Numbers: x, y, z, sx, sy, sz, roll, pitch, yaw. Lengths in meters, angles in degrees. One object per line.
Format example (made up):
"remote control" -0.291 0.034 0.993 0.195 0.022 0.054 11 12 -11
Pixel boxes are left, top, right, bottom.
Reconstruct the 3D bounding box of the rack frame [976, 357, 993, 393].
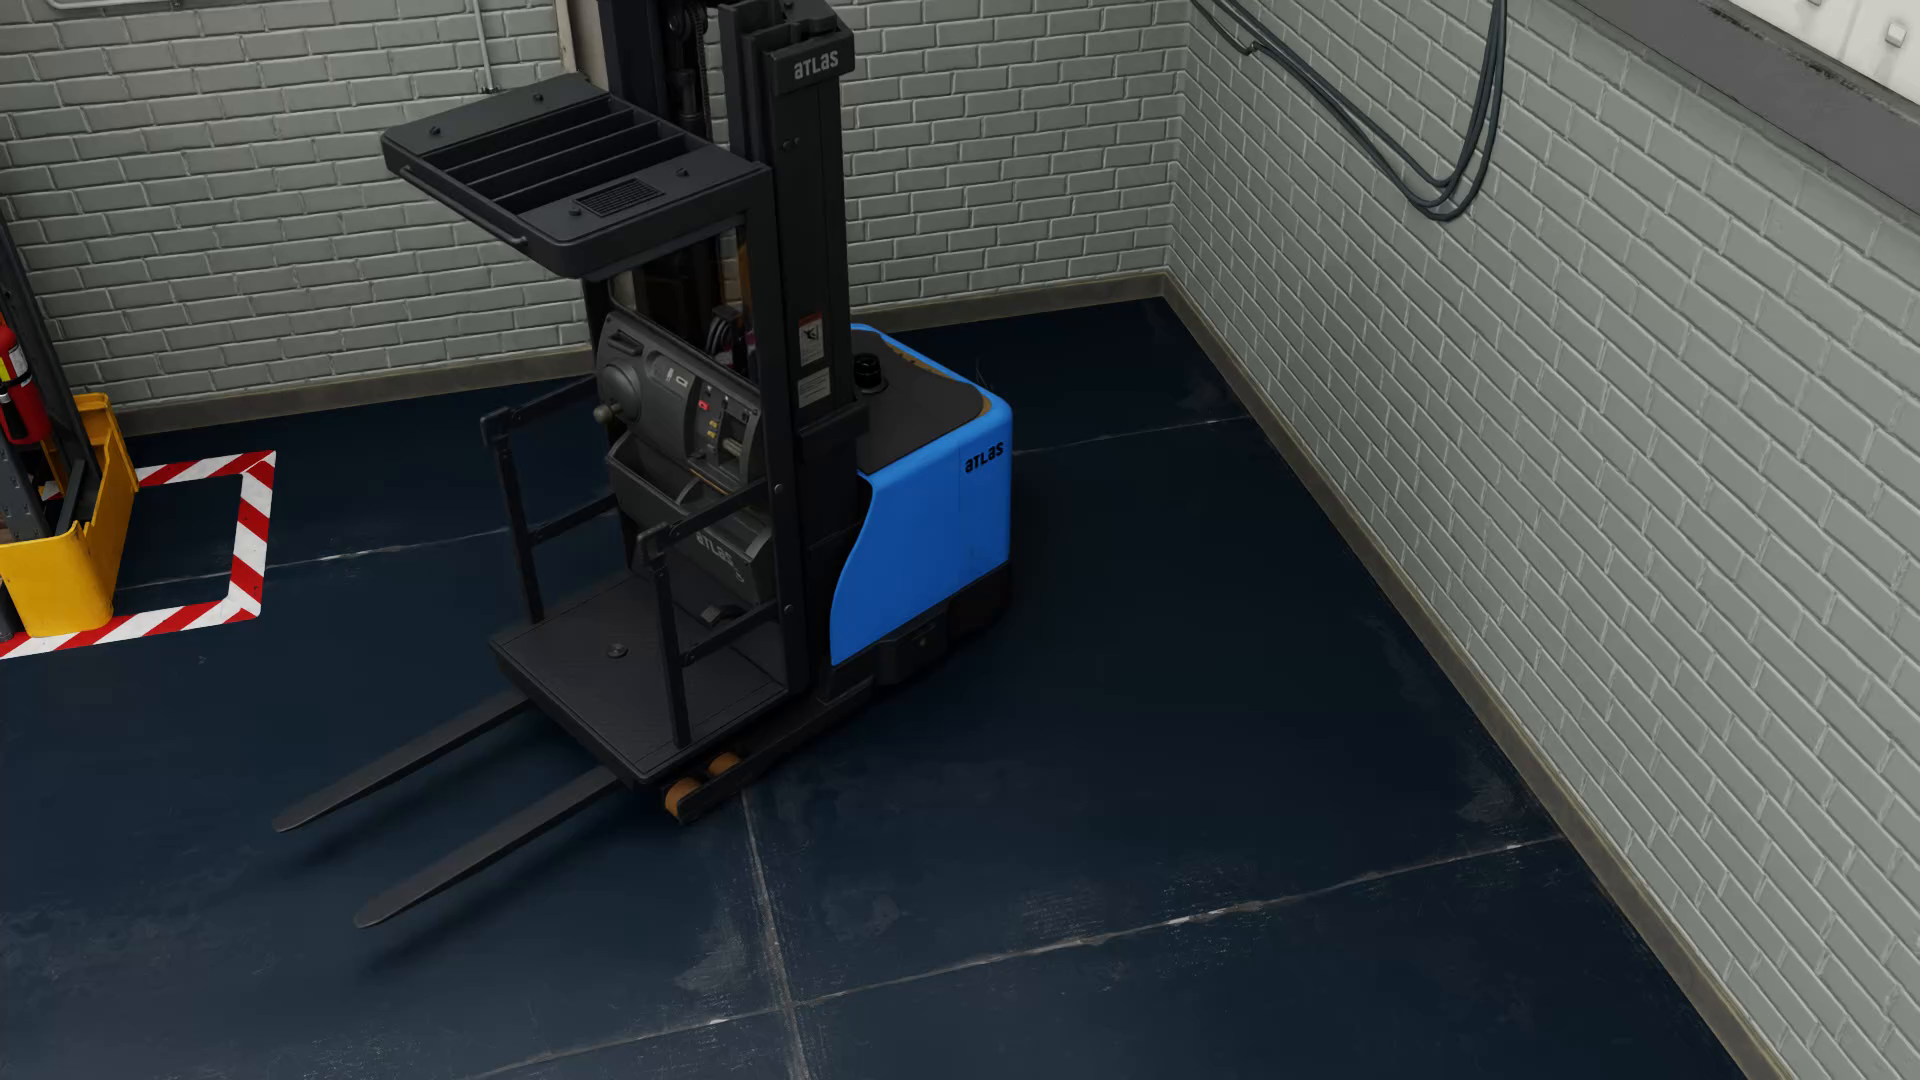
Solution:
"rack frame" 0.107 -0.376 7.501 0.006 0.900 0.240 -10 38 -12

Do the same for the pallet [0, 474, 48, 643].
"pallet" -4.801 0.156 7.372 1.213 0.211 1.003 -9 38 -12

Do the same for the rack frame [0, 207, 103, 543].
"rack frame" -4.050 -1.124 6.750 0.127 3.000 1.000 -9 38 -12

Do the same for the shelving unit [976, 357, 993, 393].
"shelving unit" 0.009 -0.359 7.479 0.210 0.900 0.258 -10 38 -12

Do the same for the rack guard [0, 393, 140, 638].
"rack guard" -4.026 -0.135 7.515 0.348 0.500 1.175 -9 38 -12

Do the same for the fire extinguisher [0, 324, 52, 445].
"fire extinguisher" -3.784 -0.698 6.564 0.183 0.674 0.296 -9 38 -12

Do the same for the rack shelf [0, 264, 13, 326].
"rack shelf" -5.980 -0.521 6.555 4.000 0.370 1.077 -9 38 -12

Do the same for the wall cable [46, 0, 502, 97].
"wall cable" -3.060 -2.285 7.432 1.851 1.984 0.084 -9 38 -12

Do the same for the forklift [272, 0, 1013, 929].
"forklift" -1.181 -0.449 5.924 3.031 2.935 1.130 -30 47 -33

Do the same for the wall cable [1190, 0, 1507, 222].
"wall cable" 1.504 -2.959 6.768 0.112 2.526 3.097 -9 38 -12

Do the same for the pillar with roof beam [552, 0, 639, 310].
"pillar with roof beam" -0.546 -1.916 2.849 0.400 9.000 9.100 -9 38 -12
